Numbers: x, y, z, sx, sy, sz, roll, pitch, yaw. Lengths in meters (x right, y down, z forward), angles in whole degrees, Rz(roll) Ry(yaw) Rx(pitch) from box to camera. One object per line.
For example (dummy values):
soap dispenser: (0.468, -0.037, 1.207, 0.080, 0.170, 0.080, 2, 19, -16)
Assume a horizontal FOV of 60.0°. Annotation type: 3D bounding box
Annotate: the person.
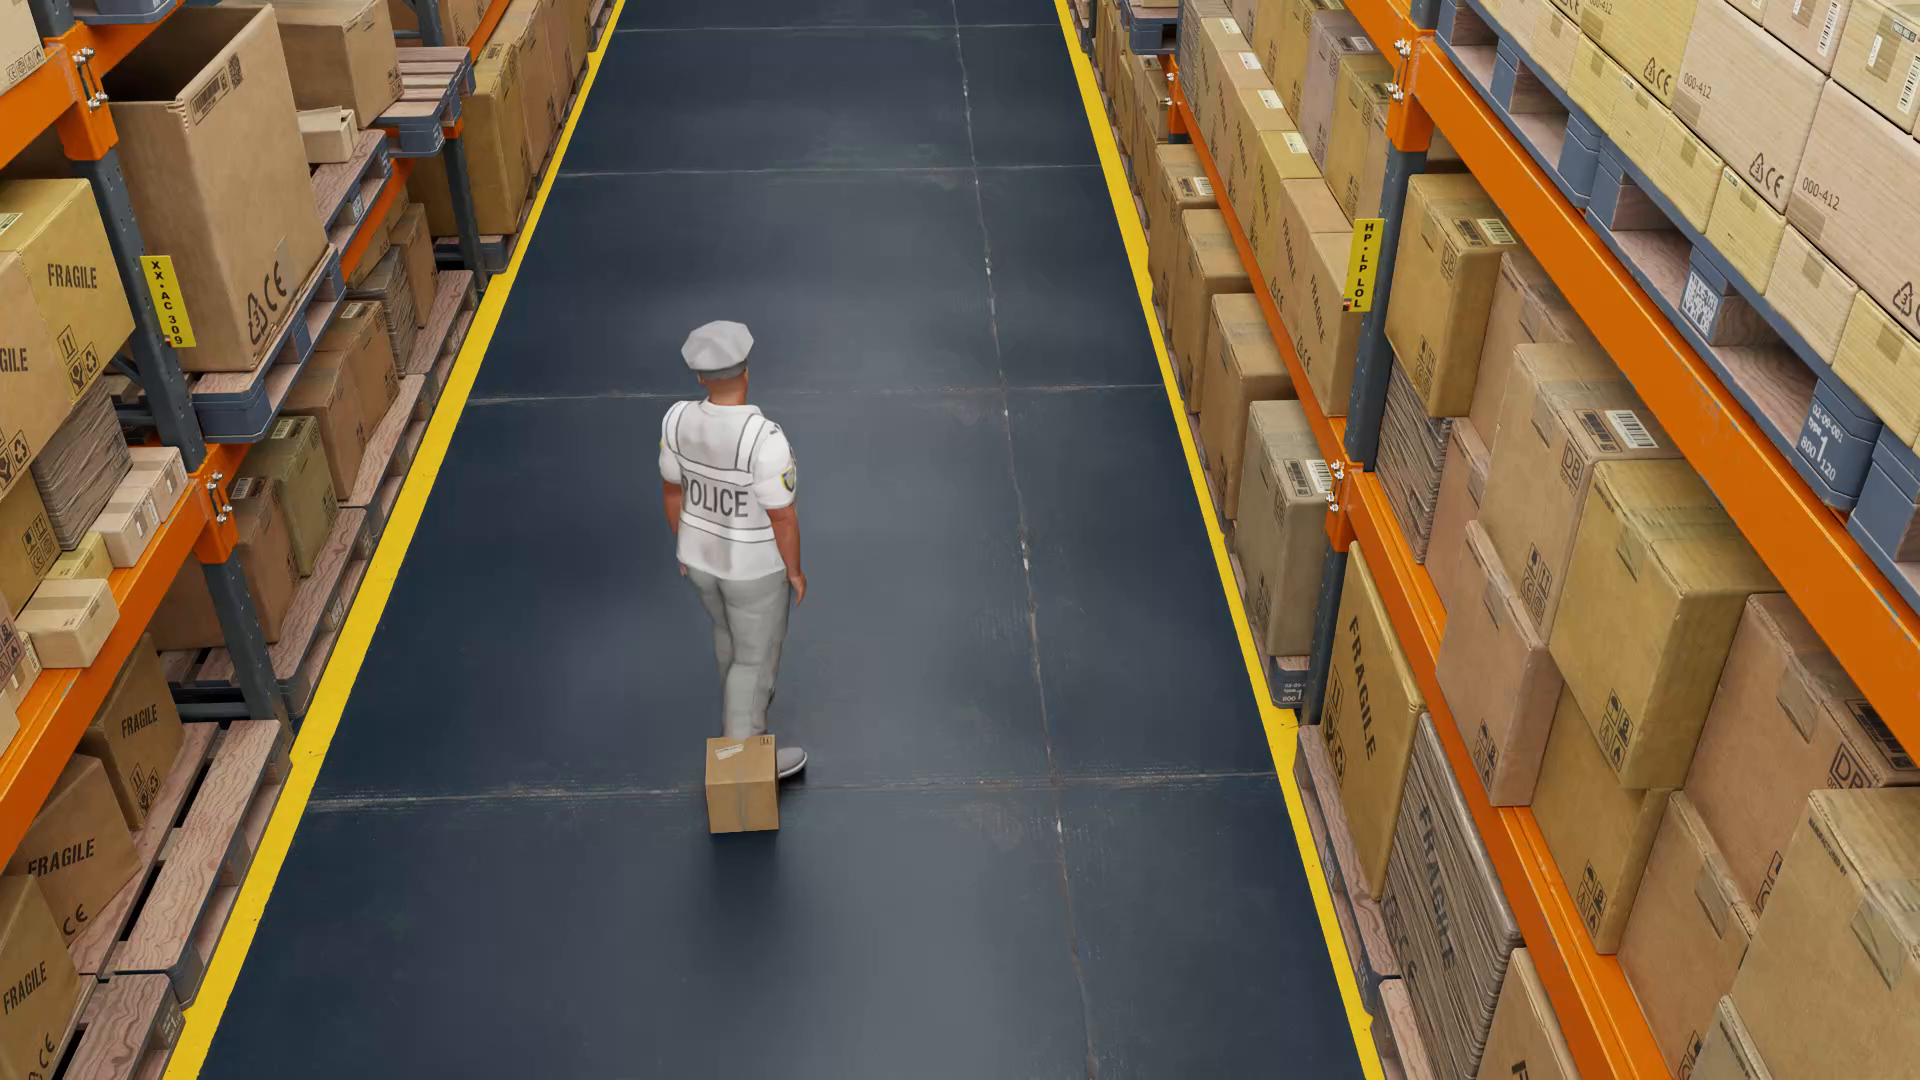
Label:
person: (-0.799, 0.060, 6.047, 0.569, 1.752, 0.576, 21, 40, 27)
